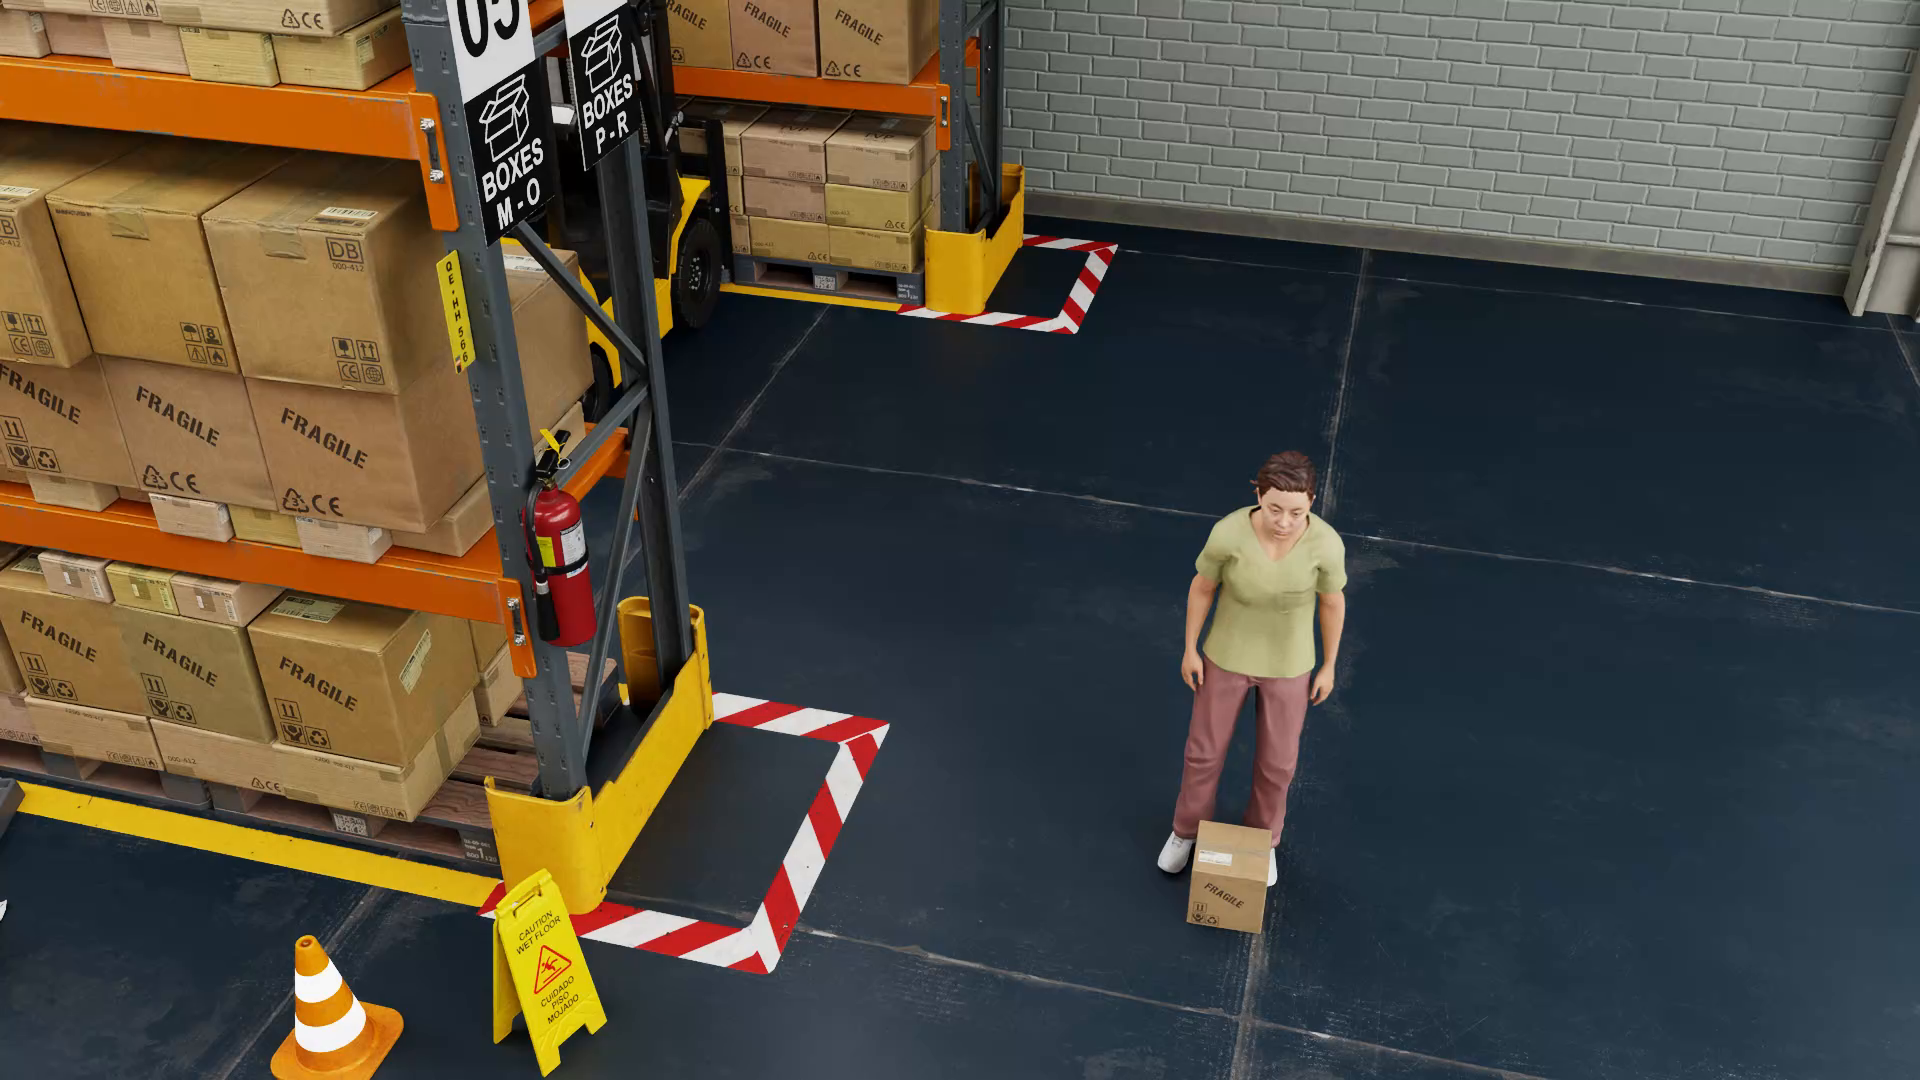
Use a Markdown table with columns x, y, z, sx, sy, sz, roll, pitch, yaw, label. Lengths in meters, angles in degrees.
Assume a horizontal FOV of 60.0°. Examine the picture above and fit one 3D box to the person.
| x | y | z | sx | sy | sz | roll | pitch | yaw | label |
| --- | --- | --- | --- | --- | --- | --- | --- | --- | --- |
| 0.979 | 0.428 | 5.497 | 0.518 | 1.653 | 0.348 | 7 | 34 | 10 | person |
